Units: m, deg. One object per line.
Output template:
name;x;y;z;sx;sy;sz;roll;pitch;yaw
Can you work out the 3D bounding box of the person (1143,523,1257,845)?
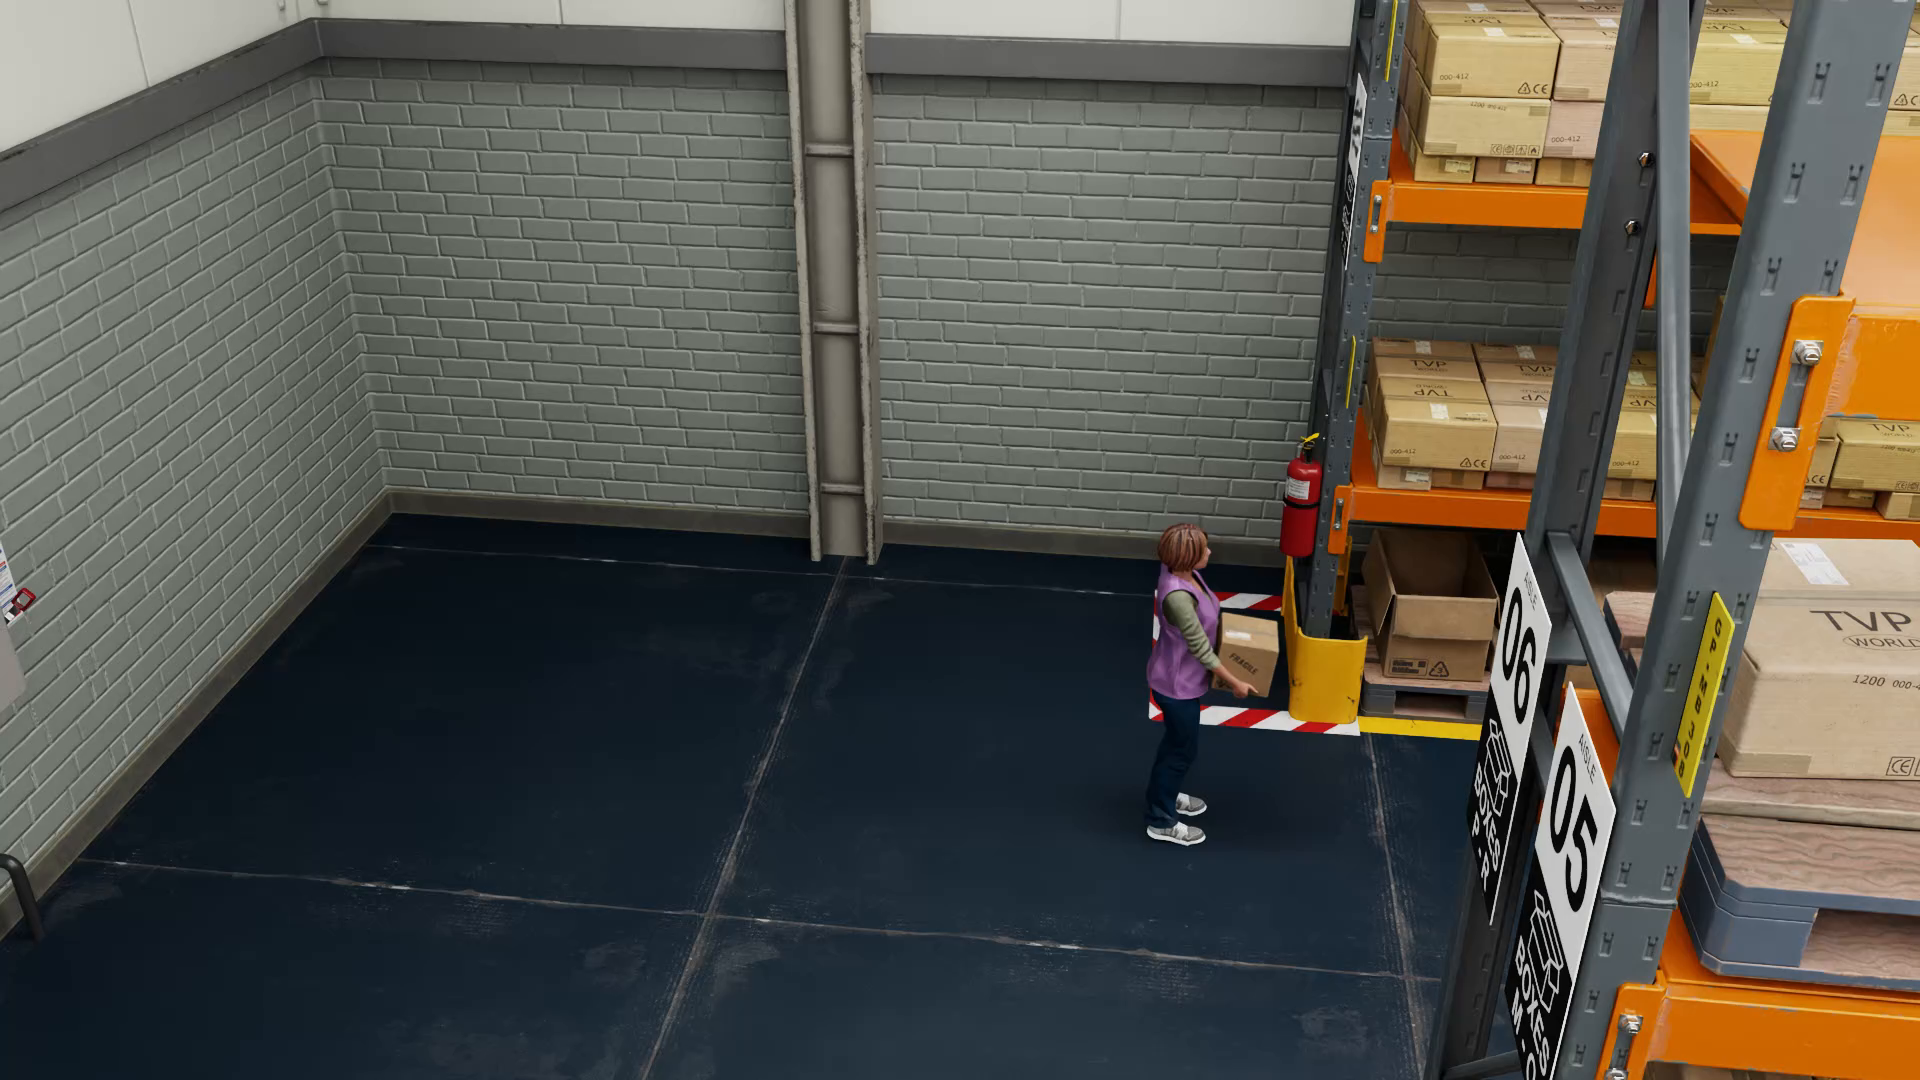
person;1.079;0.644;7.469;0.491;1.591;0.404;4;29;7
